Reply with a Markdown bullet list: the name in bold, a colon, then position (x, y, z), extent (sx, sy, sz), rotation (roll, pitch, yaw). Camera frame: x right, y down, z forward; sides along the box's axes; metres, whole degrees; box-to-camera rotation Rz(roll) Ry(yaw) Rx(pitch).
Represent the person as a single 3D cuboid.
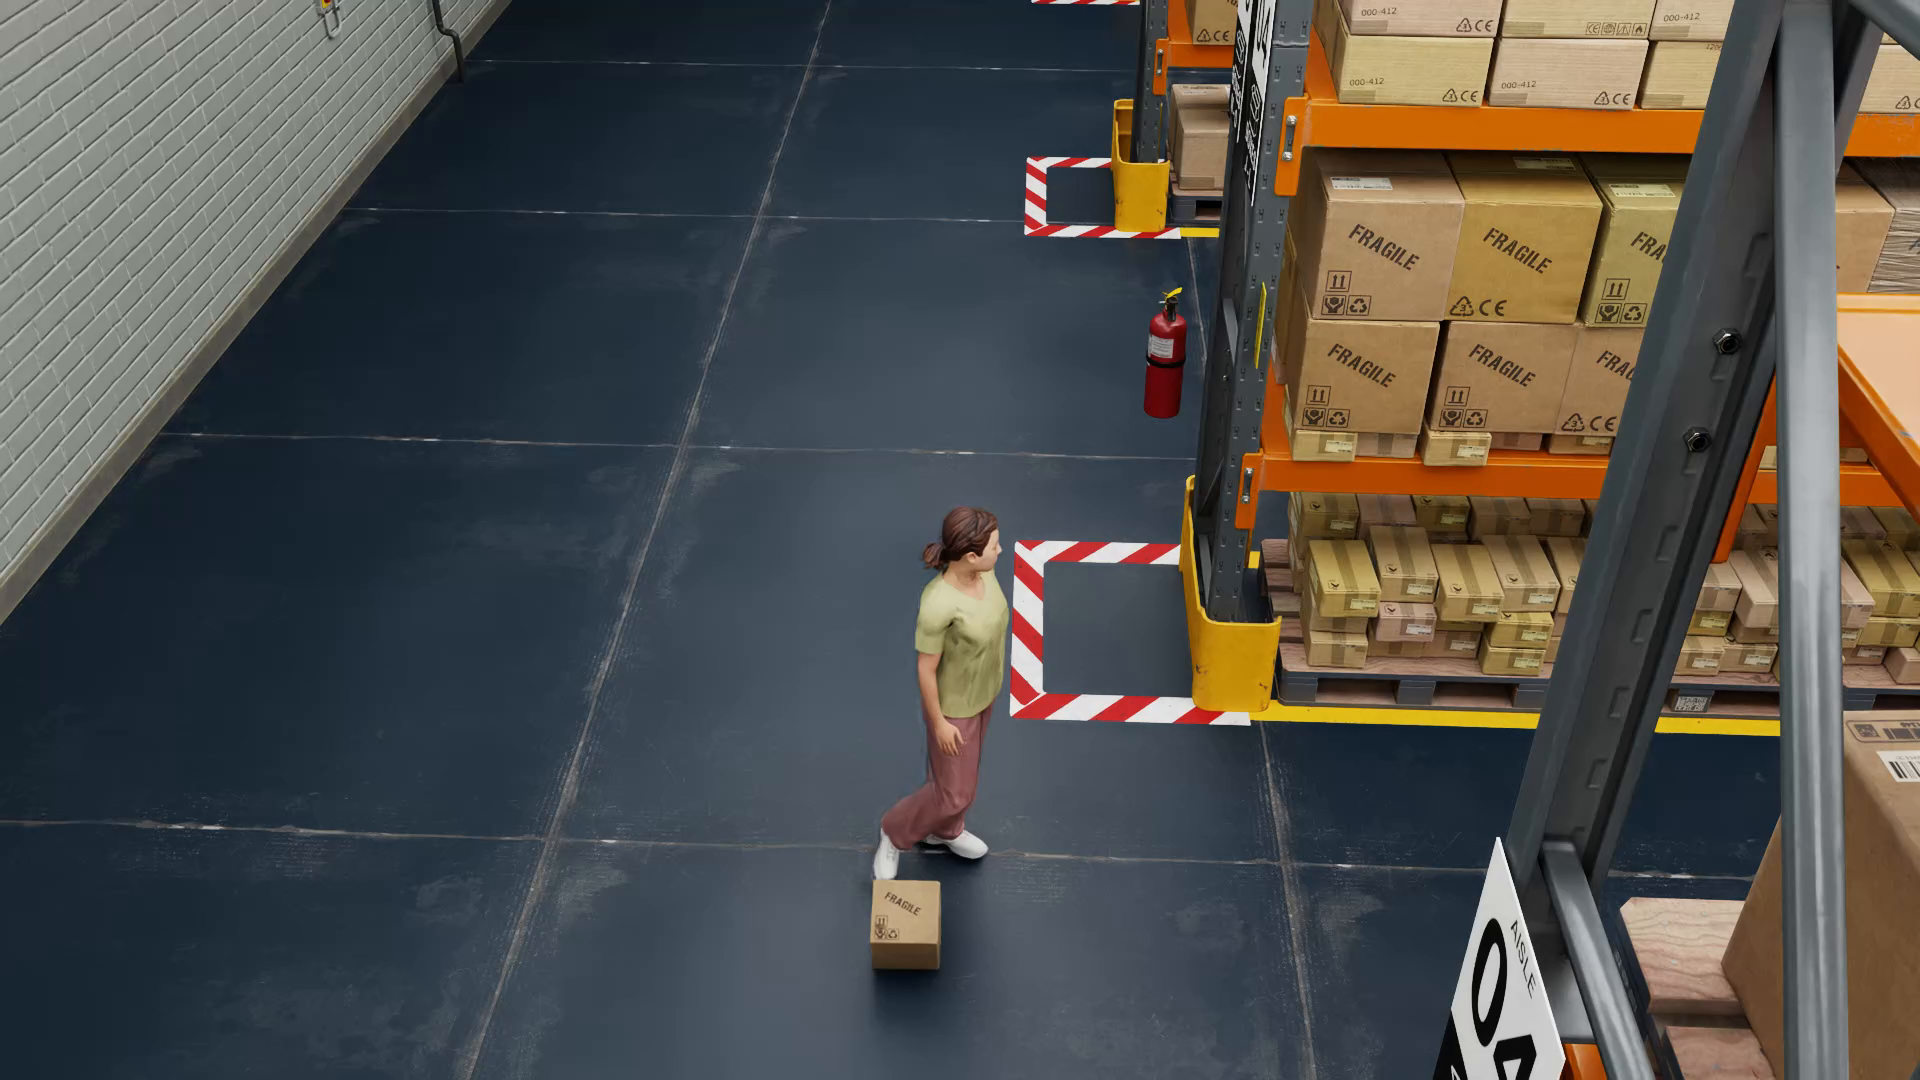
- **person**: position (-0.080, 0.597, 6.259), extent (0.434, 1.667, 0.626), rotation (19, 40, 25)
